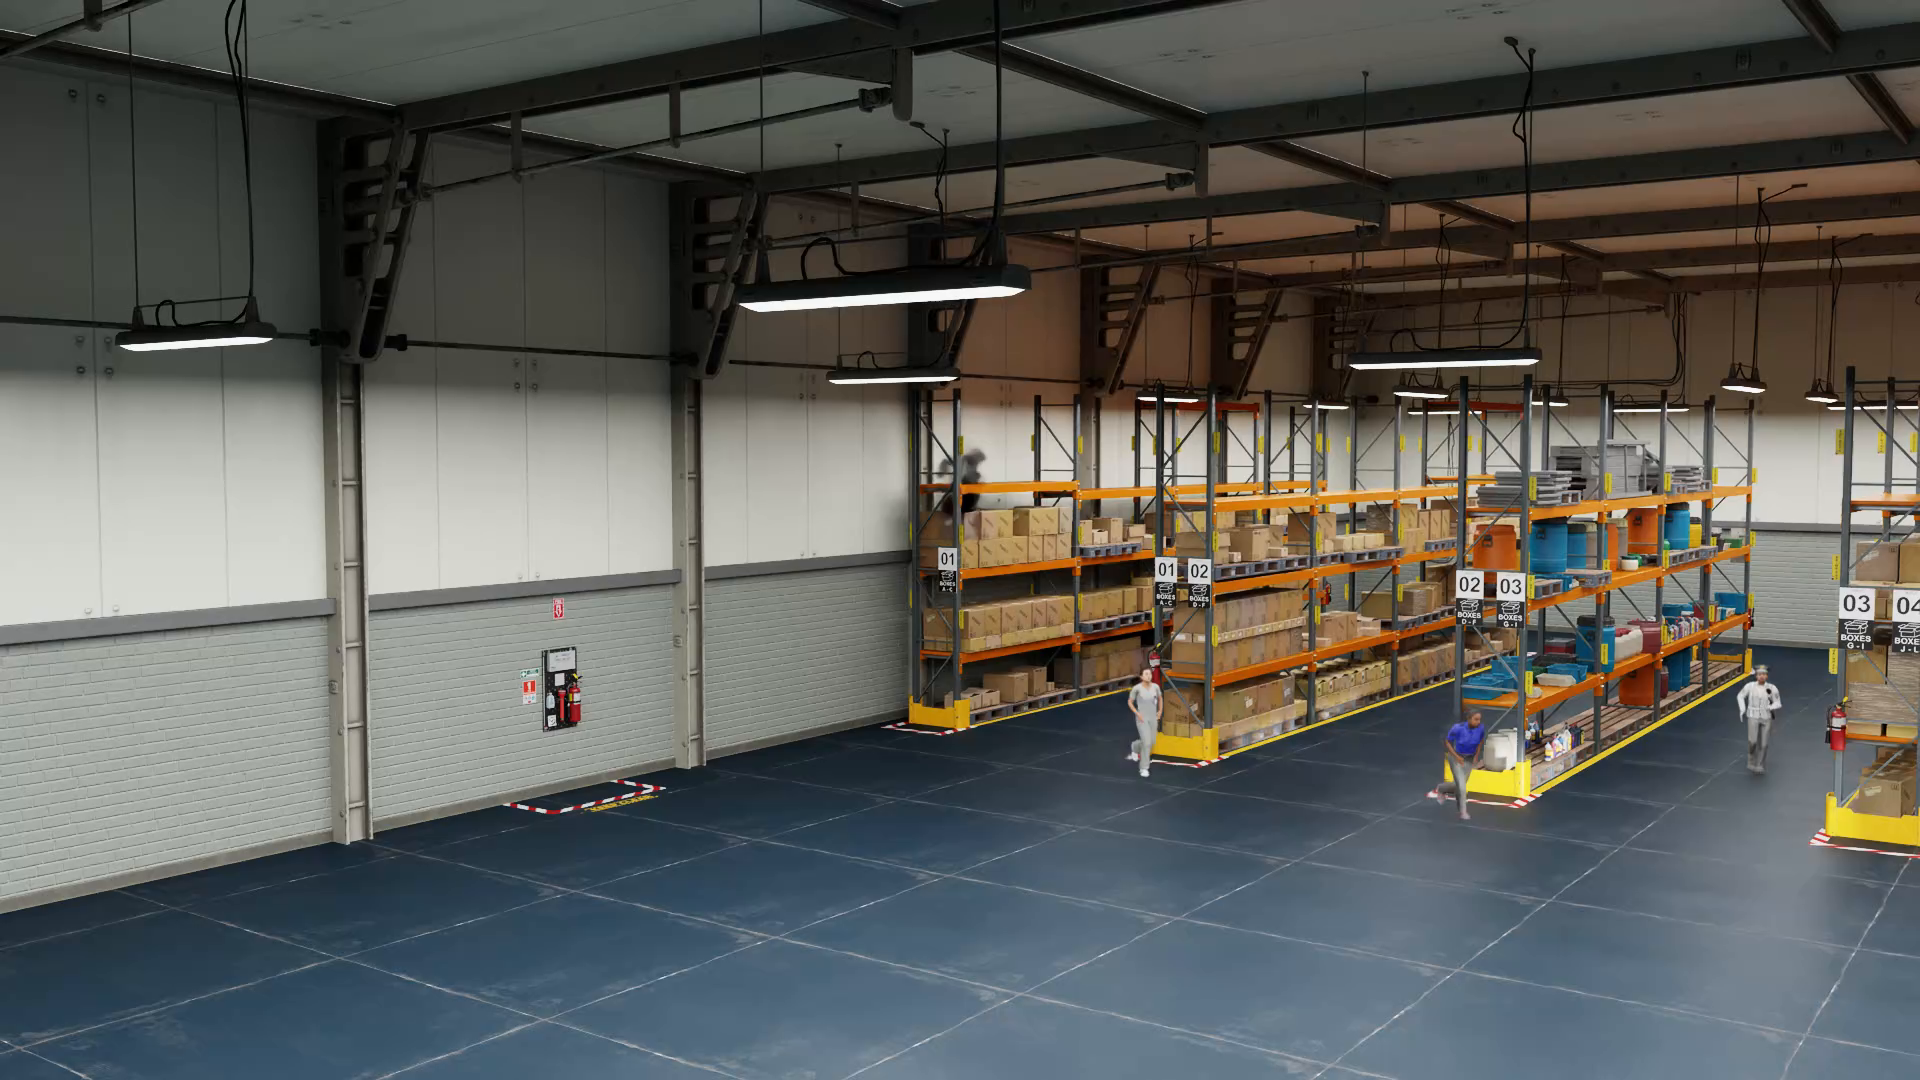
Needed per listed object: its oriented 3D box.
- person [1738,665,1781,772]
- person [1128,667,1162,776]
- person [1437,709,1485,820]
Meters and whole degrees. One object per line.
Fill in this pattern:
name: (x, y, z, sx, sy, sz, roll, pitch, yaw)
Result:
person: (12.130, 2.717, 25.234, 0.593, 1.660, 0.624, 1, 4, 23)
person: (2.807, 2.744, 25.427, 0.581, 1.657, 0.644, -1, 3, -19)
person: (6.755, 2.986, 22.470, 0.581, 1.535, 0.921, -1, 3, -13)
